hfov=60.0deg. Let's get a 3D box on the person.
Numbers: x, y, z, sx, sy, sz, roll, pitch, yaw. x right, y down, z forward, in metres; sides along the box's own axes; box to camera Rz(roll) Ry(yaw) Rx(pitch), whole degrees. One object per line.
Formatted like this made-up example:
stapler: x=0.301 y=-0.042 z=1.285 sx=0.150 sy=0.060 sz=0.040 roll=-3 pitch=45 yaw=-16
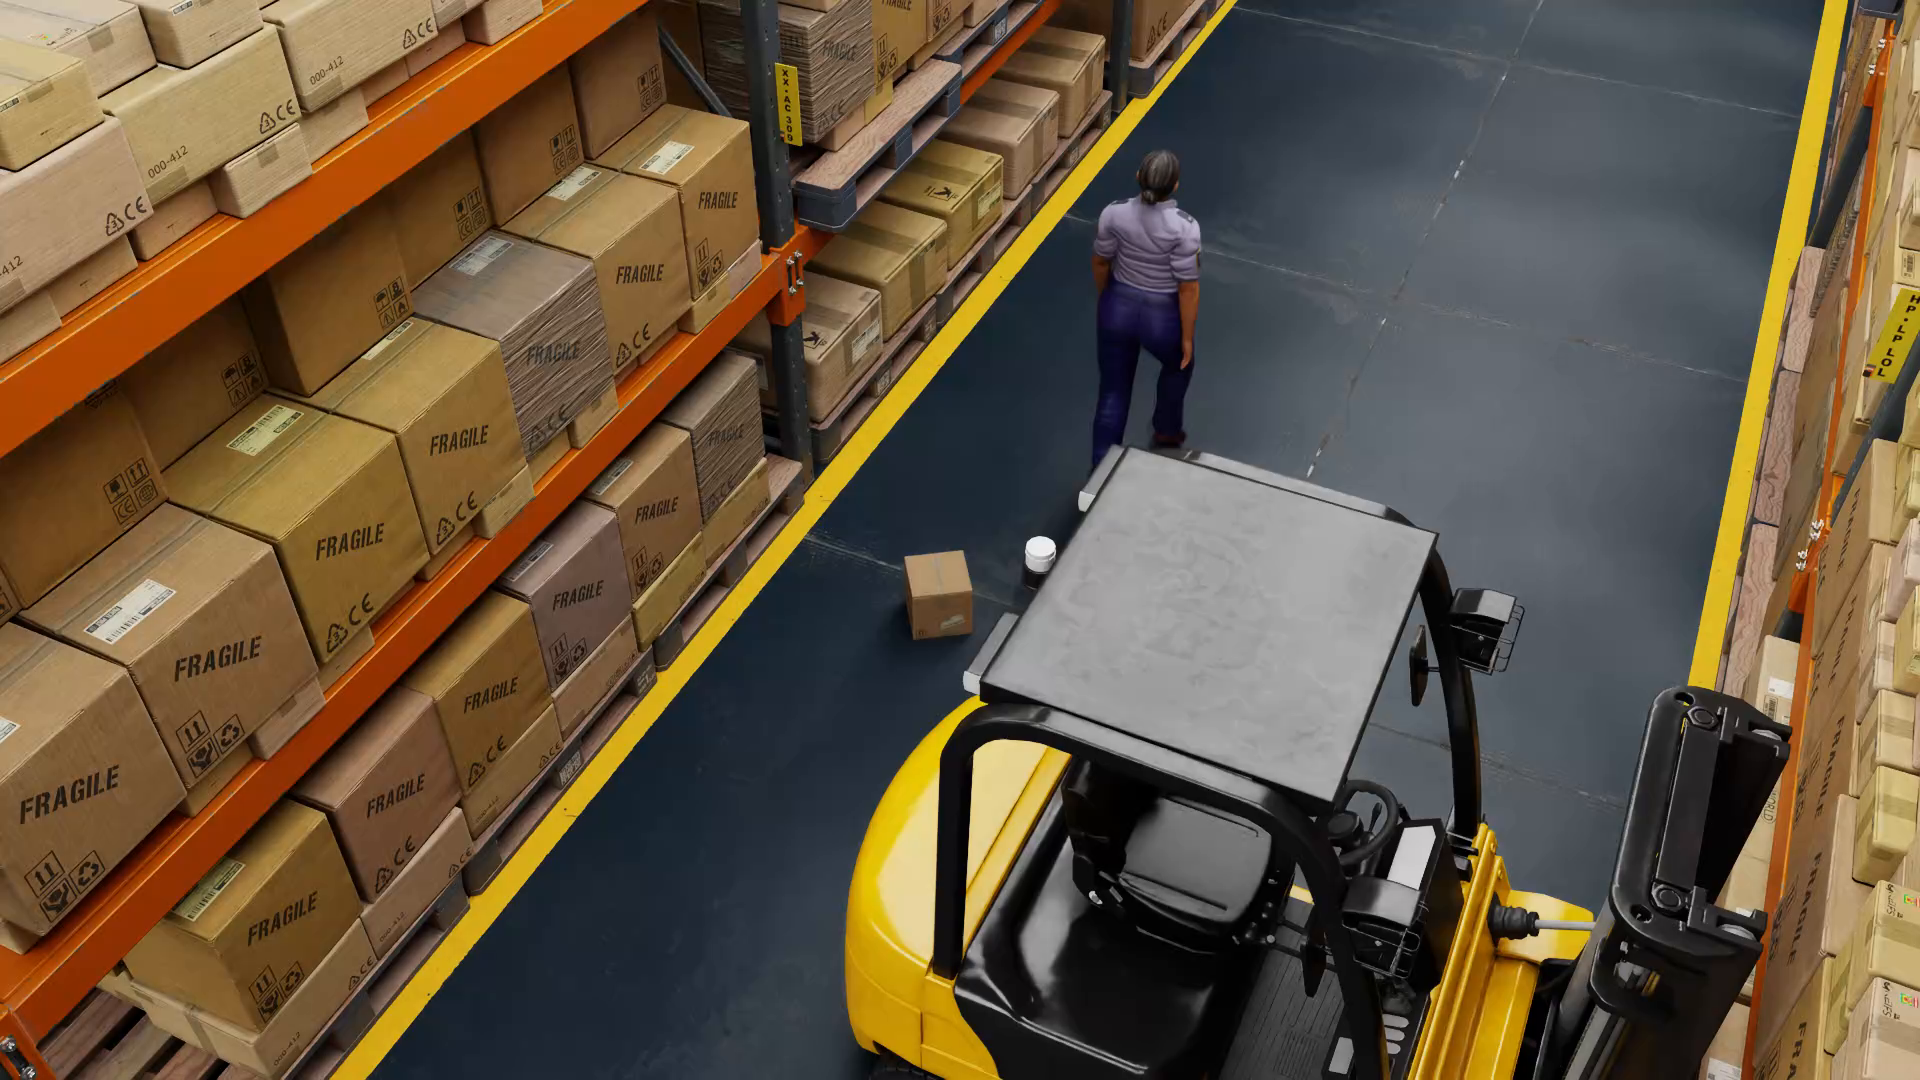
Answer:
person: x=0.807 y=-0.958 z=7.273 sx=0.501 sy=1.691 sz=0.694 roll=14 pitch=44 yaw=15
